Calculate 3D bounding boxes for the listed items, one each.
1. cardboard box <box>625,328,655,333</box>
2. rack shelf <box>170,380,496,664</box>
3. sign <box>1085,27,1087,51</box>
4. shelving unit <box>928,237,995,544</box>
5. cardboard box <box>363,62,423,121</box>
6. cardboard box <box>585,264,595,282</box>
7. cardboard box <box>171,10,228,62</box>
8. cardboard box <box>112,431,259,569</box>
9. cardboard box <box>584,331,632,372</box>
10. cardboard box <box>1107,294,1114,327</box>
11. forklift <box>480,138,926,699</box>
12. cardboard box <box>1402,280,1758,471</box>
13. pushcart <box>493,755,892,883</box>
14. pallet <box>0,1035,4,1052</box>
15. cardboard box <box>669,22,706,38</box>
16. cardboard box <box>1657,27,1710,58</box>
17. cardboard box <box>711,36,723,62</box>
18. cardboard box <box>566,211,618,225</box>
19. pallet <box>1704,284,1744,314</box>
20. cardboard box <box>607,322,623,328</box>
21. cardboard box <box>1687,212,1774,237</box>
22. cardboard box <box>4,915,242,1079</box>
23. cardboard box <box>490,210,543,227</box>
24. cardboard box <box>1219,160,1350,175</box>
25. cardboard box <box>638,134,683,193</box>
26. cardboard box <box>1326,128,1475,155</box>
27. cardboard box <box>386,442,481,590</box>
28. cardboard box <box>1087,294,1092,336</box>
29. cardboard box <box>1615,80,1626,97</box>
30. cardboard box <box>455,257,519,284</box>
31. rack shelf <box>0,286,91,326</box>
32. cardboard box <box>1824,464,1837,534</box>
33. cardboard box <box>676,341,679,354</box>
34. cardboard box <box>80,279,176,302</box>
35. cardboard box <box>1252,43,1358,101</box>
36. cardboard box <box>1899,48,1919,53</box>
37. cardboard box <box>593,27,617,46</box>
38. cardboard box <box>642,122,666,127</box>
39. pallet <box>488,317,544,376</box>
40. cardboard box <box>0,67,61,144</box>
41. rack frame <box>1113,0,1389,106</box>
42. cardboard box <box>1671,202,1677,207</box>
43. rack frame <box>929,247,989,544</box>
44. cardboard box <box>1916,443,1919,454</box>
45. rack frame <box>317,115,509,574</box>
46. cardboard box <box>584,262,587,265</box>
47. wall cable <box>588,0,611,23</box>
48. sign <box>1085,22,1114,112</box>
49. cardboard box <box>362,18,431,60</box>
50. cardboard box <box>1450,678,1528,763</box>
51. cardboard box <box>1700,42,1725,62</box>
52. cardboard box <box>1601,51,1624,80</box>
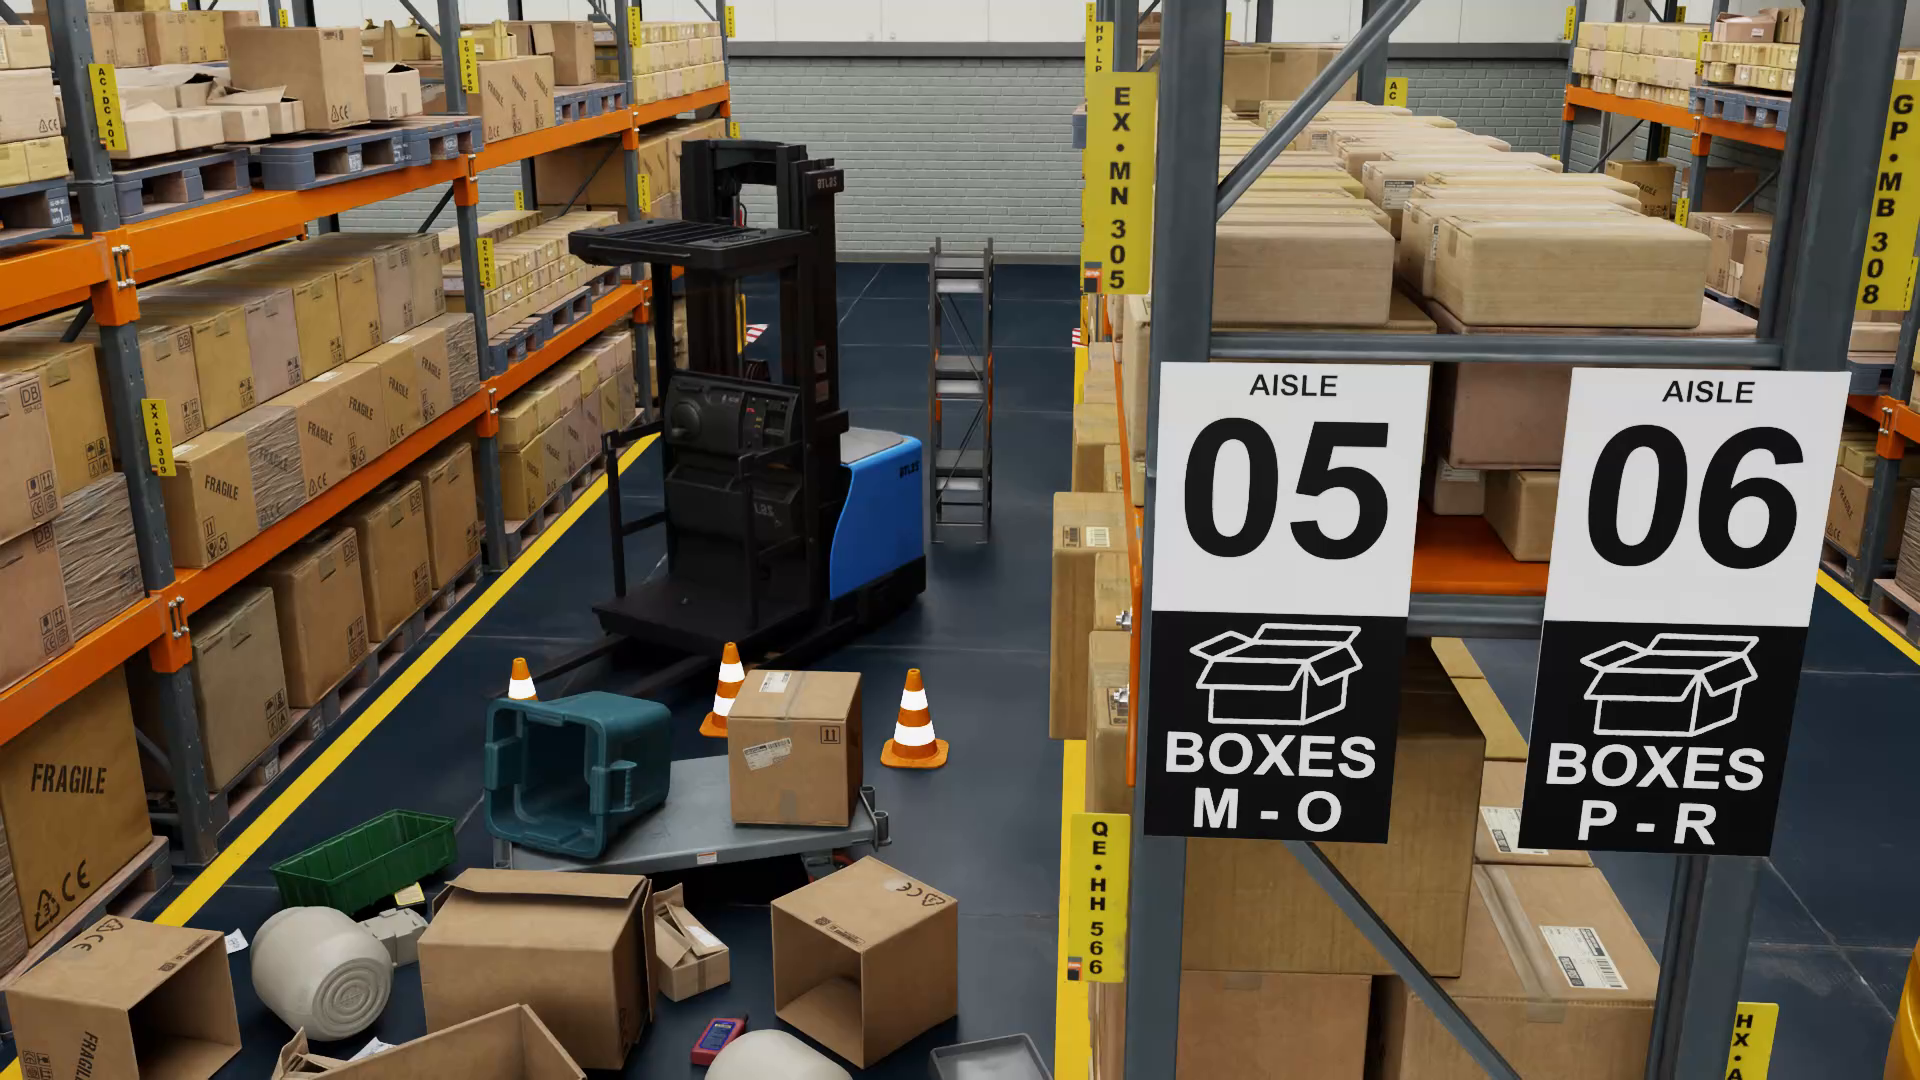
[{"bbox_3d":[-3.020,-1.946,15.992,0.380,0.149,0.250,1,18,2],"label":"cardboard box"},{"bbox_3d":[-3.725,-0.265,9.070,1.077,0.370,4.000,1,18,4],"label":"rack shelf"},{"bbox_3d":[1.096,-4.112,13.880,0.100,0.325,0.005,1,18,4],"label":"sign"},{"bbox_3d":[0.012,-1.049,11.753,0.431,2.100,0.503,1,18,4],"label":"shelving unit"},{"bbox_3d":[-3.357,-2.527,9.308,0.500,0.311,0.500,1,18,4],"label":"cardboard box"},{"bbox_3d":[-3.182,-2.187,13.509,0.380,0.149,0.250,0,18,1],"label":"cardboard box"},{"bbox_3d":[-8.092,-5.240,17.284,0.700,0.500,0.500,1,18,2],"label":"cardboard box"},{"bbox_3d":[-3.562,-0.190,7.526,0.500,0.500,0.500,1,18,5],"label":"cardboard box"},{"bbox_3d":[-3.096,-1.601,14.129,0.500,0.250,0.500,1,18,2],"label":"cardboard box"},{"bbox_3d":[0.629,-0.723,4.898,0.380,0.149,0.250,1,18,3],"label":"cardboard box"},{"bbox_3d":[-1.431,-0.708,9.375,1.130,2.935,3.031,11,21,30],"label":"forklift"},{"bbox_3d":[1.091,-0.310,2.998,0.500,0.250,0.500,1,18,3],"label":"cardboard box"},{"bbox_3d":[-1.201,1.304,7.337,1.648,0.377,0.936,-5,19,-15],"label":"pushcart"},{"bbox_3d":[-4.086,1.954,5.621,1.003,0.211,1.213,1,18,4],"label":"pallet"},{"bbox_3d":[-2.783,-5.145,16.789,0.380,0.149,0.250,2,18,5],"label":"cardboard box"},{"bbox_3d":[6.425,-4.335,14.477,0.500,0.250,0.500,1,18,3],"label":"cardboard box"},{"bbox_3d":[-2.787,-5.156,17.461,0.500,0.250,0.500,1,18,2],"label":"cardboard box"},{"bbox_3d":[-3.129,-2.704,14.132,0.380,0.149,0.250,2,18,6],"label":"cardboard box"},{"bbox_3d":[6.435,-1.945,13.348,1.003,0.211,1.213,1,18,4],"label":"pallet"},{"bbox_3d":[-3.516,-2.037,16.270,0.380,0.149,0.250,0,18,1],"label":"cardboard box"},{"bbox_3d":[6.343,-2.383,13.544,0.700,0.500,0.500,2,18,5],"label":"cardboard box"},{"bbox_3d":[-2.956,1.706,5.909,0.500,0.500,0.500,4,19,13],"label":"cardboard box"},{"bbox_3d":[-3.782,-2.721,14.184,0.380,0.149,0.250,2,18,7],"label":"cardboard box"},{"bbox_3d":[0.670,-0.773,3.771,0.380,0.149,0.250,1,18,4],"label":"cardboard box"},{"bbox_3d":[-2.930,-3.586,15.806,0.500,0.500,0.500,2,18,5],"label":"cardboard box"},{"bbox_3d":[1.245,-1.084,4.719,0.380,0.149,0.250,1,18,5],"label":"cardboard box"},{"bbox_3d":[-3.715,-0.171,10.567,1.050,0.750,0.750,1,18,3],"label":"cardboard box"},{"bbox_3d":[1.222,-1.715,12.579,0.500,0.250,0.500,1,18,3],"label":"cardboard box"},{"bbox_3d":[6.426,-4.262,15.699,0.380,0.149,0.250,1,18,4],"label":"cardboard box"},{"bbox_3d":[-3.317,-1.890,11.646,0.380,0.149,0.250,1,18,4],"label":"cardboard box"},{"bbox_3d":[-8.378,-1.649,13.295,1.077,0.370,4.000,1,18,4],"label":"rack shelf"},{"bbox_3d":[6.176,-0.342,11.490,0.500,0.500,0.500,1,18,3],"label":"cardboard box"},{"bbox_3d":[-2.974,-1.888,16.293,0.380,0.149,0.250,2,18,6],"label":"cardboard box"},{"bbox_3d":[-8.108,-2.005,15.964,0.875,0.875,0.875,1,18,4],"label":"cardboard box"},{"bbox_3d":[1.544,-2.025,7.233,0.500,0.250,0.500,1,18,3],"label":"cardboard box"},{"bbox_3d":[6.611,-3.401,11.758,0.380,0.149,0.250,2,18,5],"label":"cardboard box"},{"bbox_3d":[-3.032,-4.336,14.320,0.380,0.149,0.250,1,18,3],"label":"cardboard box"},{"bbox_3d":[-3.335,-4.086,17.332,0.500,0.500,0.500,2,18,6],"label":"cardboard box"},{"bbox_3d":[-3.637,-1.361,11.566,1.213,0.211,1.003,1,18,4],"label":"pallet"},{"bbox_3d":[-3.647,-1.570,6.007,0.500,0.250,0.500,1,18,3],"label":"cardboard box"},{"bbox_3d":[1.076,-2.757,5.886,1.000,3.000,0.127,1,18,4],"label":"rack frame"},{"bbox_3d":[7.081,-3.285,16.894,0.500,0.250,0.500,1,18,4],"label":"cardboard box"},{"bbox_3d":[-0.006,-0.973,11.522,0.400,2.100,0.015,1,18,4],"label":"rack frame"},{"bbox_3d":[6.708,-0.596,11.223,0.380,0.149,0.250,2,18,6],"label":"cardboard box"},{"bbox_3d":[-3.582,-1.228,10.853,1.000,3.000,0.127,1,18,4],"label":"rack frame"},{"bbox_3d":[-3.180,-2.320,13.437,0.380,0.149,0.250,1,18,2],"label":"cardboard box"},{"bbox_3d":[-4.105,-9.914,22.559,2.277,5.999,0.120,1,18,4],"label":"wall cable"},{"bbox_3d":[0.522,-1.776,6.246,0.100,0.325,0.005,1,18,4],"label":"sign"},{"bbox_3d":[-3.790,-3.356,11.140,0.396,0.266,0.258,1,18,4],"label":"cardboard box"},{"bbox_3d":[1.169,0.687,4.372,0.500,0.500,0.500,1,18,3],"label":"cardboard box"},{"bbox_3d":[6.142,-3.893,13.260,0.380,0.149,0.250,2,18,6],"label":"cardboard box"},{"bbox_3d":[6.518,-4.571,16.001,0.500,0.250,0.500,1,18,2],"label":"cardboard box"}]
